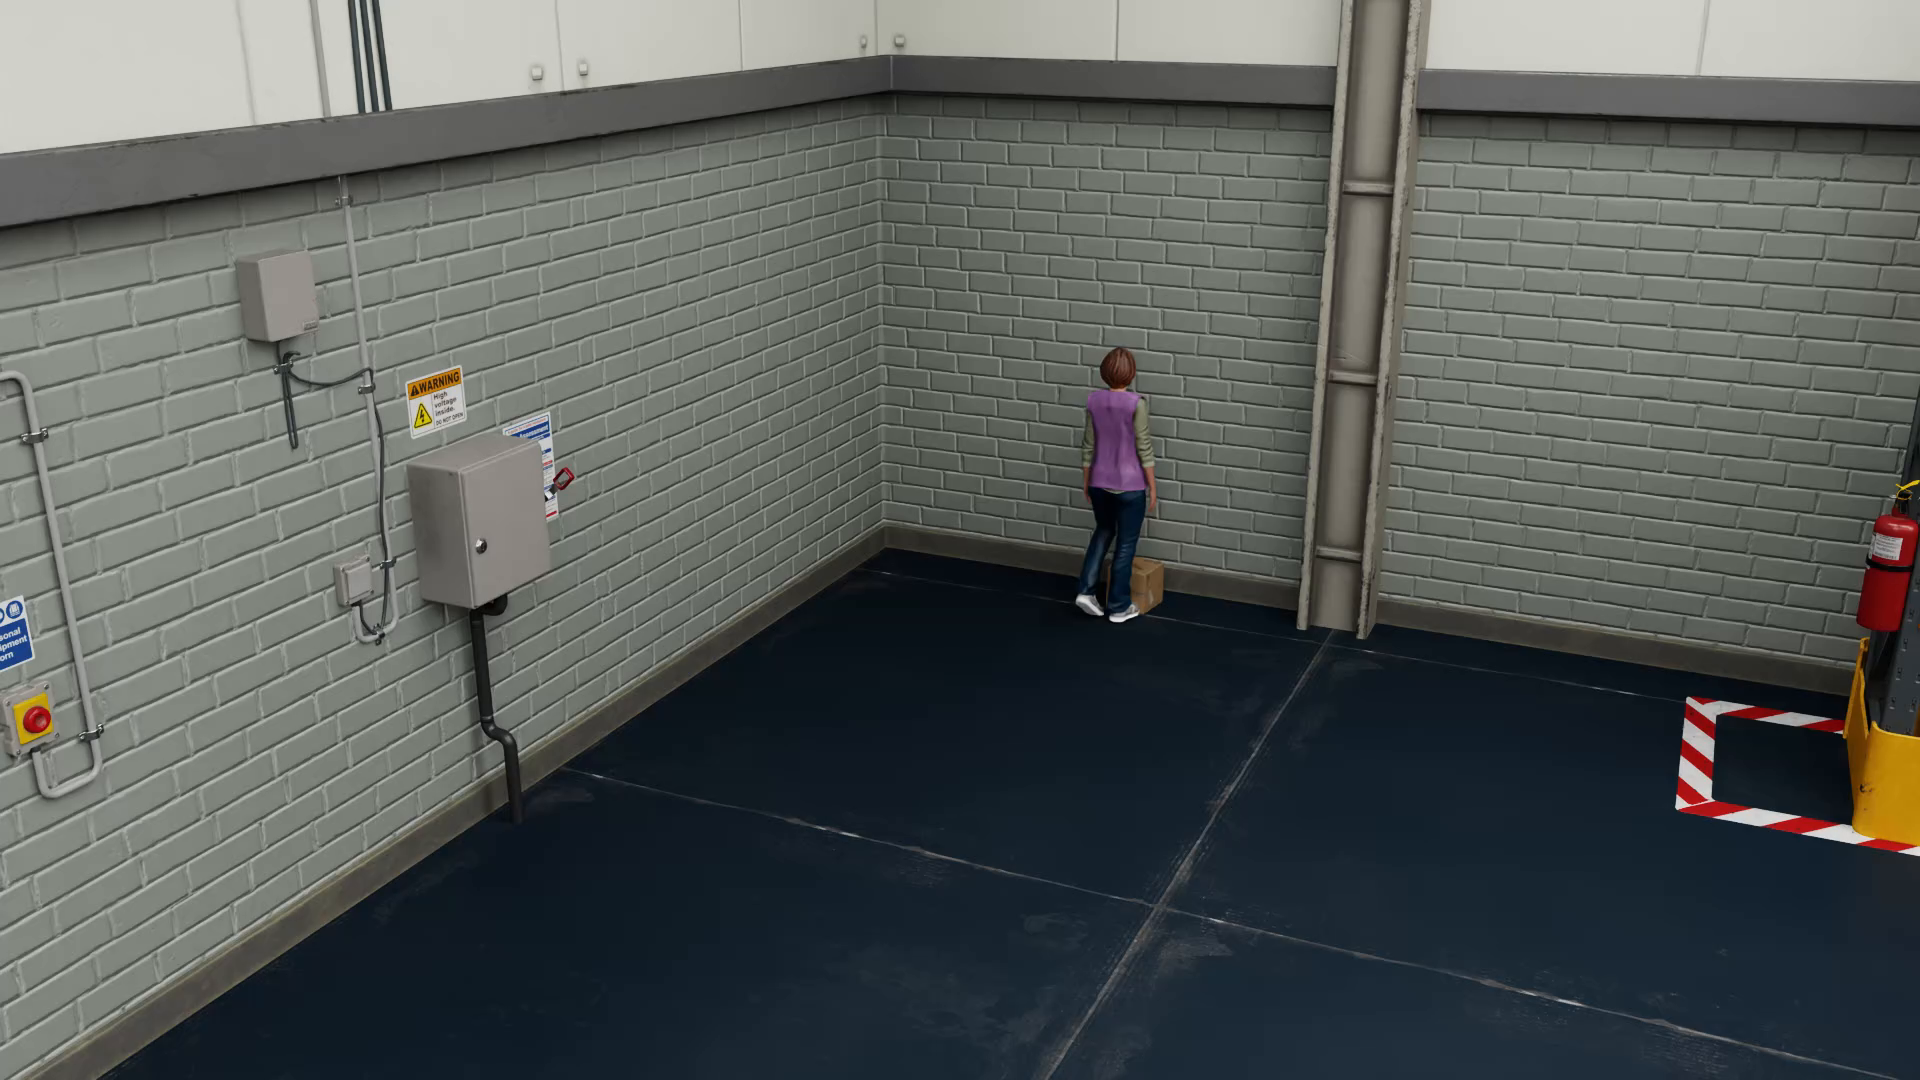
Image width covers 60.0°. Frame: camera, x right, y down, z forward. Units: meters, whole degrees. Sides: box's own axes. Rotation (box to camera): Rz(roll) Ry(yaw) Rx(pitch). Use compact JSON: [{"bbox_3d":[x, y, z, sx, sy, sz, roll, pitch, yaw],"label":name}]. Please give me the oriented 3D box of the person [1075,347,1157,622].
[{"bbox_3d":[0.909,-0.290,9.420,0.448,1.623,0.336,12,23,31],"label":"person"}]
